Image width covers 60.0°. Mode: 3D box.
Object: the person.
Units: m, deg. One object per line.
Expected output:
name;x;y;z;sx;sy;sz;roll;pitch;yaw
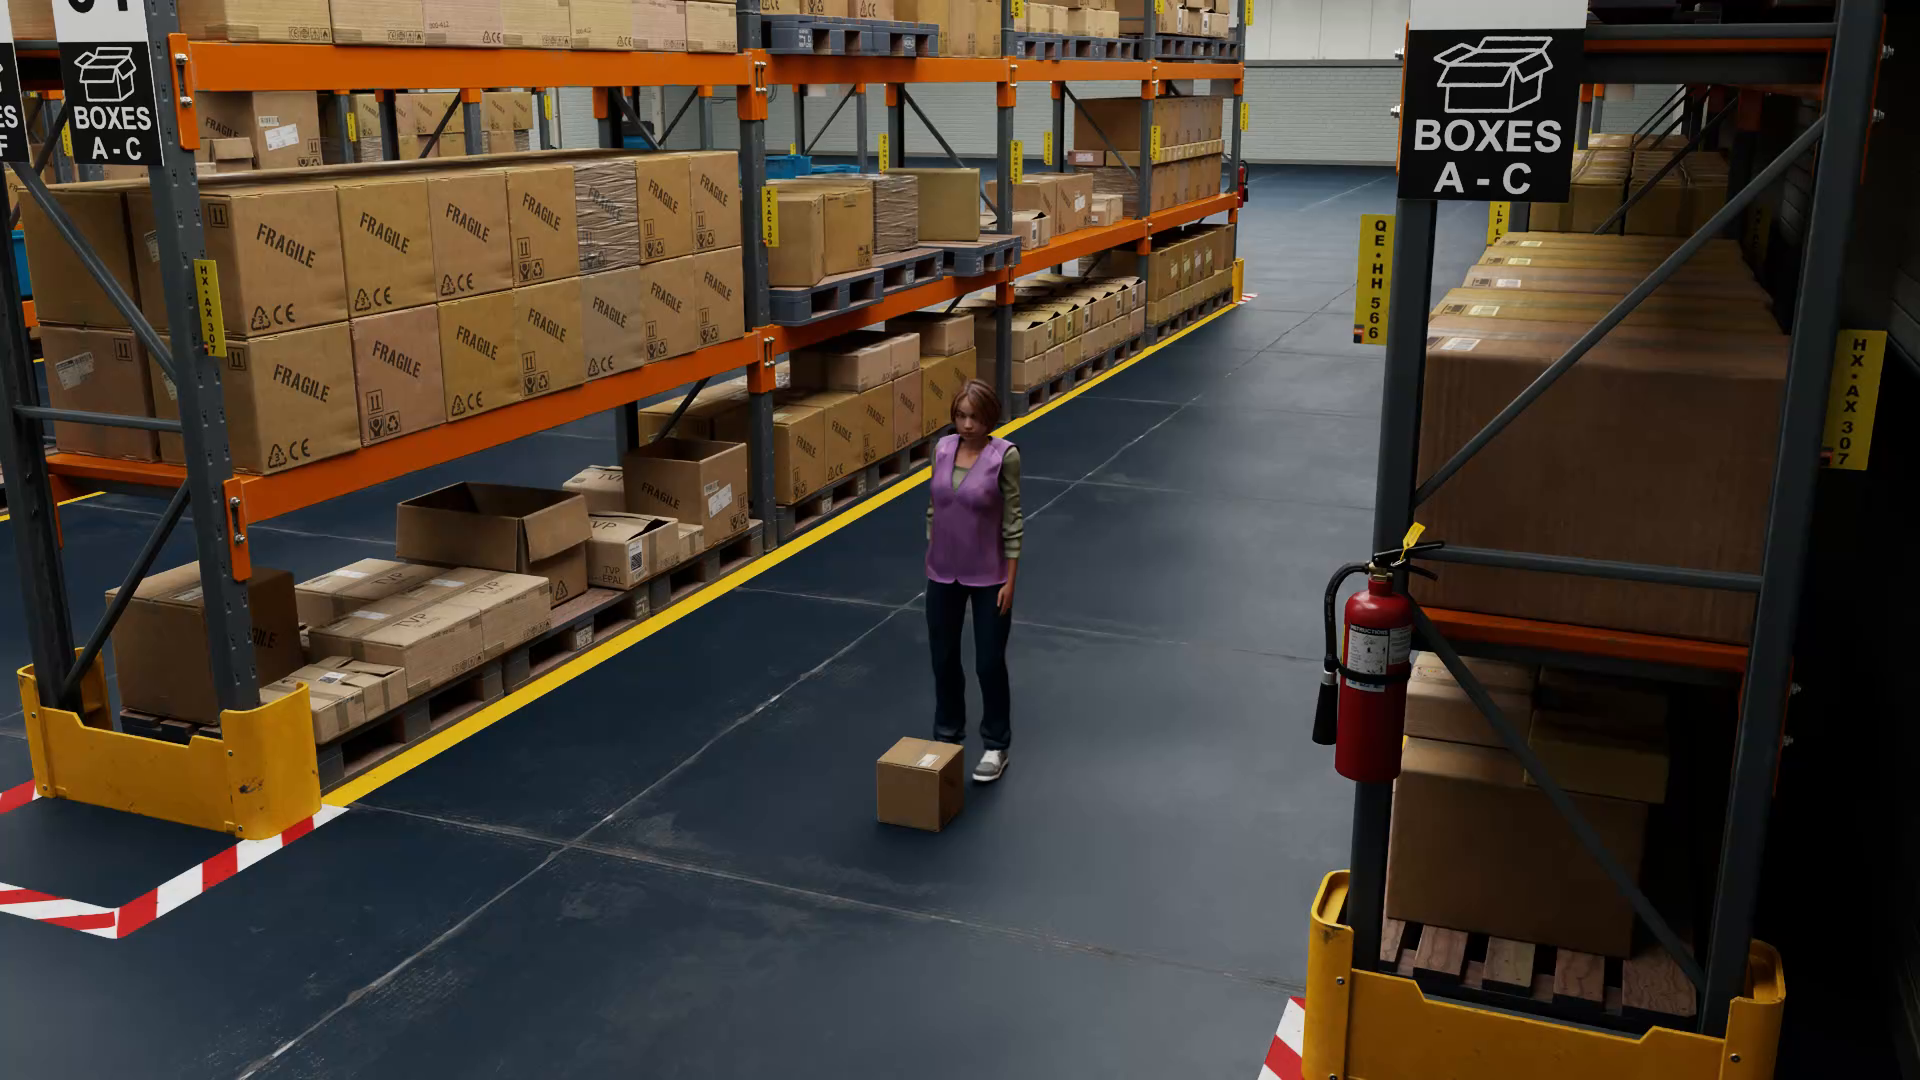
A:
person;0.054;0.159;6.496;0.406;1.597;0.308;7;17;22
